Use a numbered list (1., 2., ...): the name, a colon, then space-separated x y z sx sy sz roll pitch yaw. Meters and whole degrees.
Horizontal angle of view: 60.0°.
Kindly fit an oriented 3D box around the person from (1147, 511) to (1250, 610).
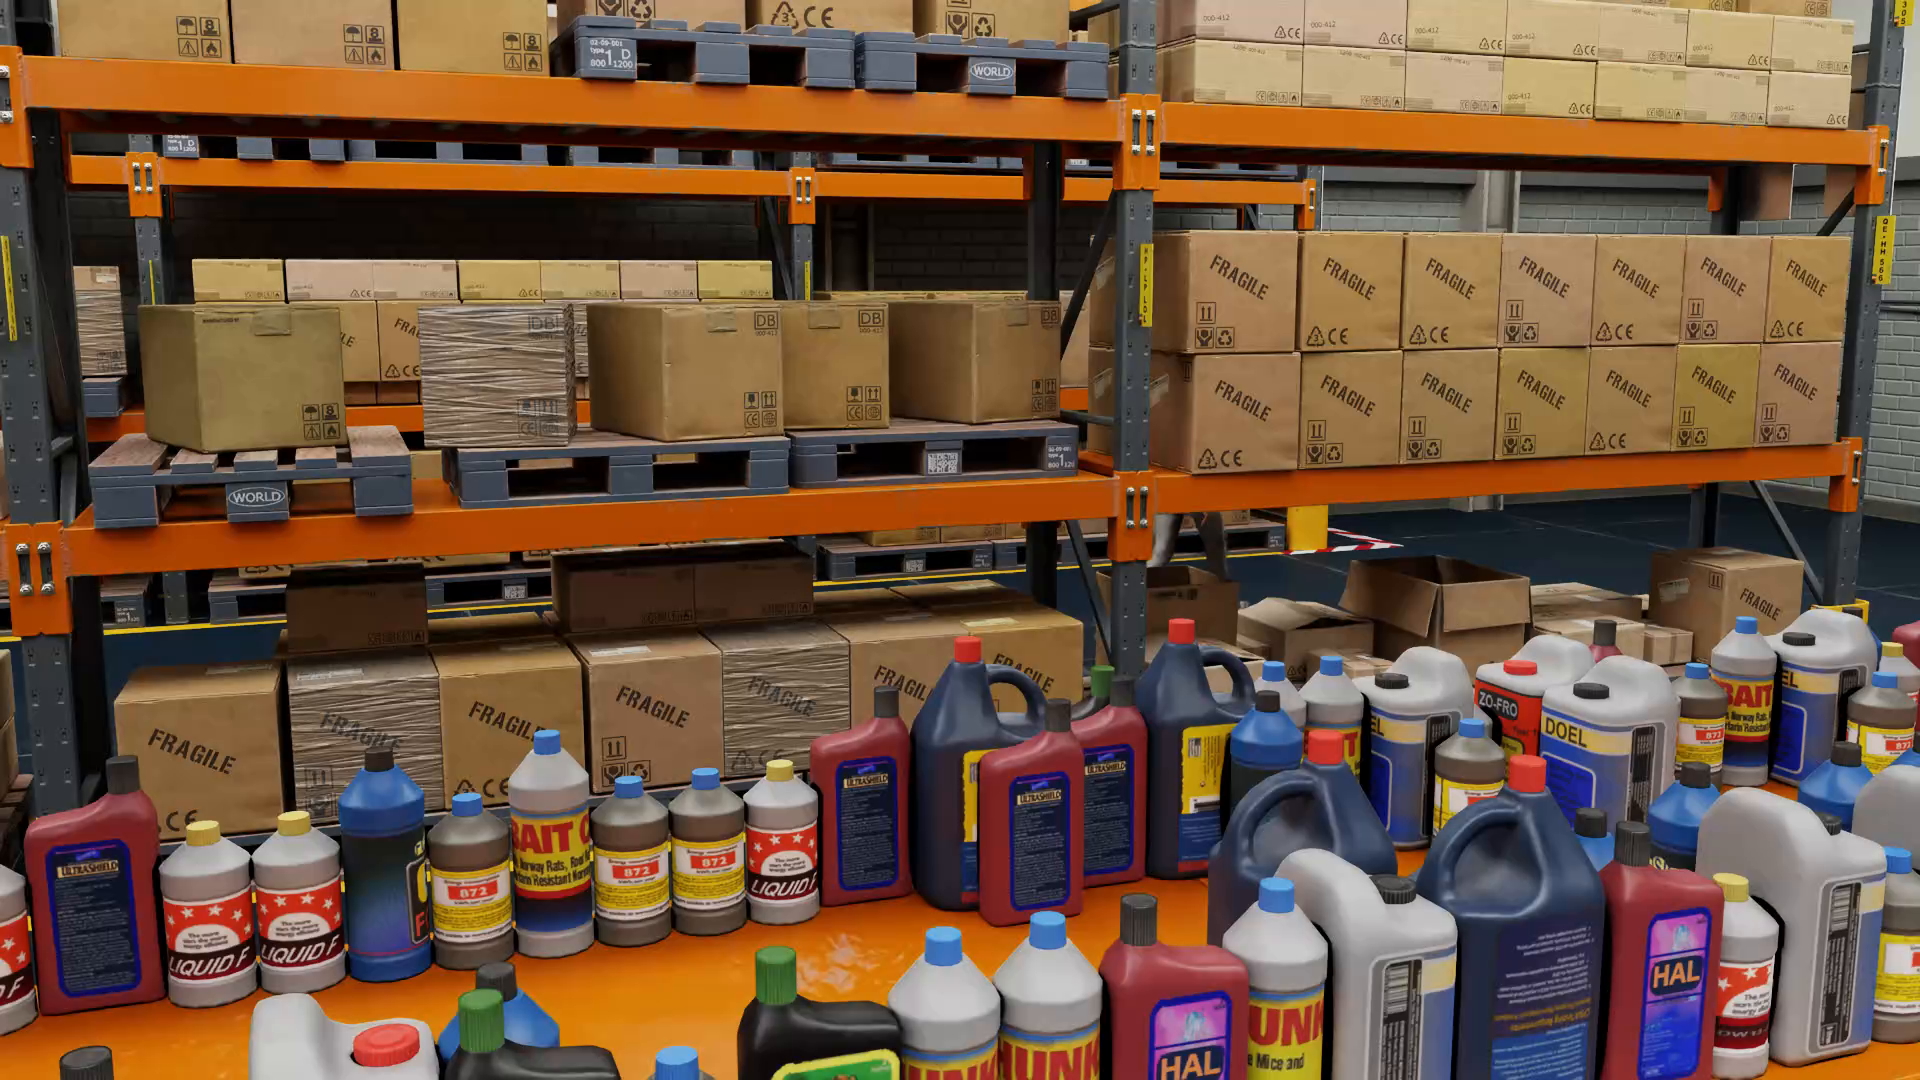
1. person: 1.396 -0.263 9.986 0.432 1.528 1.004 8 12 39
